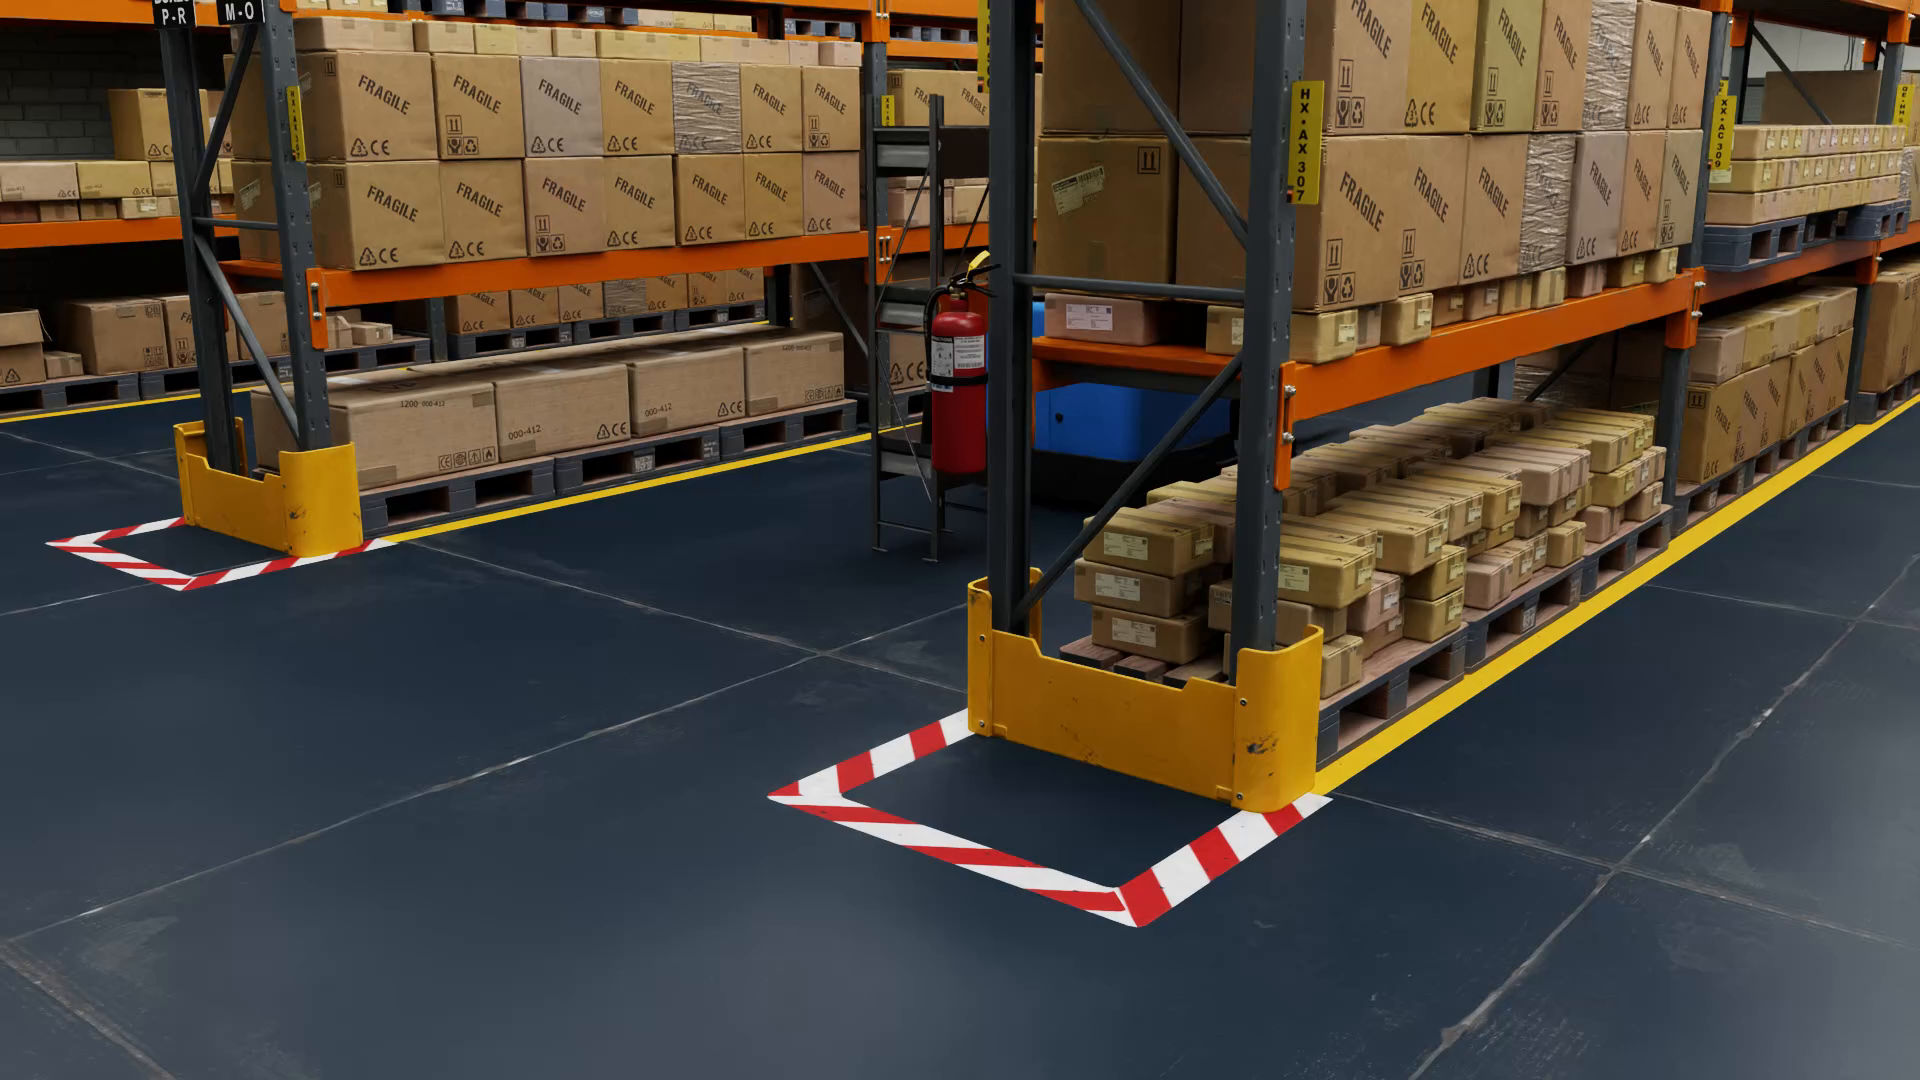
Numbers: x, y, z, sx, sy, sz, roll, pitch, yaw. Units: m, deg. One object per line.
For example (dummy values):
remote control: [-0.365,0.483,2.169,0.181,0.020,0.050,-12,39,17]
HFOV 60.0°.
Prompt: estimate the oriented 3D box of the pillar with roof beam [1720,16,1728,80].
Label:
pillar with roof beam: [23.858,-13.316,42.263,9.100,9.000,0.400,11,18,38]

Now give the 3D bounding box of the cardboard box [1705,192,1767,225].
cardboard box: [3.633,-1.597,7.973,0.380,0.149,0.250,10,17,35]

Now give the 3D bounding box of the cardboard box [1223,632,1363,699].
cardboard box: [1.092,0.383,5.461,0.380,0.149,0.250,12,18,39]

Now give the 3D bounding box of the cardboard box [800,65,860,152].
cardboard box: [-0.967,-2.657,10.257,0.500,0.500,0.500,11,18,37]

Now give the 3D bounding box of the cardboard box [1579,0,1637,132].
cardboard box: [2.290,-1.860,6.516,0.500,0.500,0.500,12,18,39]

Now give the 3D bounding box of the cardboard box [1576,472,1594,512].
cardboard box: [2.528,-0.227,7.255,0.380,0.149,0.250,11,18,38]

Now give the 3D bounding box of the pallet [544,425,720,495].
pallet: [-2.191,-0.538,9.811,1.003,0.211,1.213,11,18,38]

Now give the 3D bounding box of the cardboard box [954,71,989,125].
cardboard box: [-0.087,-2.932,11.338,0.500,0.500,0.500,11,18,37]

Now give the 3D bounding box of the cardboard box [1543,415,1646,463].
cardboard box: [2.877,-0.457,7.560,0.380,0.149,0.250,12,18,38]

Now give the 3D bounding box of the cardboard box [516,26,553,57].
cardboard box: [-2.324,-2.569,8.591,0.380,0.149,0.250,11,18,38]

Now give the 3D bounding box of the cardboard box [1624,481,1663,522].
cardboard box: [3.047,-0.205,7.774,0.380,0.149,0.250,12,18,38]

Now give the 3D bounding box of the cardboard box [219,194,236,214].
cardboard box: [-5.618,-2.565,12.637,0.380,0.149,0.250,12,18,38]

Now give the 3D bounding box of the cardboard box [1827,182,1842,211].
cardboard box: [4.611,-1.895,9.149,0.380,0.149,0.250,10,17,35]

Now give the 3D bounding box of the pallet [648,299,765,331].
pallet: [-2.733,-2.302,16.756,1.003,0.211,1.213,11,18,38]

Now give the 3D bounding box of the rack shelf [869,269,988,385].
rack shelf: [-0.104,-0.973,7.743,0.431,0.518,0.480,11,18,38]

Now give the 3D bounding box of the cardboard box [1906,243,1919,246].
cardboard box: [8.506,-2.326,14.650,0.875,0.875,0.875,12,18,38]

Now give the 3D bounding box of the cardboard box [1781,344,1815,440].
cardboard box: [4.683,-0.900,9.796,0.500,0.500,0.500,10,18,35]

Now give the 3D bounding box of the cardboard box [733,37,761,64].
cardboard box: [-1.391,-2.865,9.759,0.380,0.149,0.250,11,18,37]

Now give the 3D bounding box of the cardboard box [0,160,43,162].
cardboard box: [-6.855,-2.558,11.800,0.500,0.250,0.500,11,18,38]

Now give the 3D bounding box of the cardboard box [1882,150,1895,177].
cardboard box: [5.419,-2.286,10.083,0.380,0.149,0.250,12,19,40]

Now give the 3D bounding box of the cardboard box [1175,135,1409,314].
cardboard box: [1.011,-0.981,5.083,0.500,0.500,0.500,12,19,40]

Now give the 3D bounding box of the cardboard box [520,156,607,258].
cardboard box: [-2.245,-1.783,8.847,0.500,0.500,0.500,11,18,37]

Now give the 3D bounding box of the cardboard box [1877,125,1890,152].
cardboard box: [5.266,-2.384,9.865,0.380,0.149,0.250,12,19,39]

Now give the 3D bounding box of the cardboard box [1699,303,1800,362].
cardboard box: [4.355,-1.166,9.322,0.500,0.250,0.500,12,19,40]

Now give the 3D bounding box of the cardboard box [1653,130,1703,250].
cardboard box: [2.944,-1.567,7.392,0.500,0.500,0.500,11,18,38]

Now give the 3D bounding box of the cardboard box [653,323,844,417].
cardboard box: [-1.364,-1.115,10.772,0.875,0.438,0.875,11,18,37]

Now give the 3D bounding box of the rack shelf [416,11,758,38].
rack shelf: [-3.492,-4.513,15.164,1.077,0.370,4.000,11,18,38]

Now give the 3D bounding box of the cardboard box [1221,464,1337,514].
cardboard box: [1.254,-0.204,6.562,0.380,0.149,0.250,12,19,40]

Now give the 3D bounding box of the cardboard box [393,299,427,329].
cardboard box: [-4.670,-2.157,14.744,0.500,0.500,0.500,11,18,37]

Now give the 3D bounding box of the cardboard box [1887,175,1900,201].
cardboard box: [5.590,-2.193,10.320,0.380,0.149,0.250,12,18,38]

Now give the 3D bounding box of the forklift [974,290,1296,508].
forklift: [1.341,-1.883,9.581,1.130,2.935,3.031,10,17,34]

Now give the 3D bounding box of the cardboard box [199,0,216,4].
cardboard box: [-5.579,-4.004,12.208,0.380,0.149,0.250,11,18,38]

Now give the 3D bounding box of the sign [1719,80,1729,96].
sign: [5.108,-2.923,11.186,0.100,0.325,0.005,11,18,38]

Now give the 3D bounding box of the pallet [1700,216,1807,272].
pallet: [3.622,-1.542,8.489,1.003,0.211,1.213,11,18,38]

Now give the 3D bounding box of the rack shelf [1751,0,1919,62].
rack shelf: [6.799,-3.765,12.220,1.077,0.370,4.000,11,18,38]

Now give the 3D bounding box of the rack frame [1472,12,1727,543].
rack frame: [3.028,-1.511,7.977,1.000,3.000,0.127,11,18,38]

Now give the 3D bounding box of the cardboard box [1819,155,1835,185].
cardboard box: [4.454,-1.993,8.929,0.380,0.149,0.250,11,18,37]

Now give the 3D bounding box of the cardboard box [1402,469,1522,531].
cardboard box: [1.919,-0.158,6.380,0.380,0.149,0.250,12,18,38]

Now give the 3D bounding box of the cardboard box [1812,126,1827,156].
cardboard box: [4.286,-2.085,8.686,0.380,0.149,0.250,11,18,37]

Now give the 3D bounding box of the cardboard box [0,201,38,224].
cardboard box: [-6.581,-2.269,11.473,0.380,0.149,0.250,11,18,37]

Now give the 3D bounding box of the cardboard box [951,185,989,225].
cardboard box: [-0.080,-2.327,11.497,0.500,0.250,0.500,11,18,36]

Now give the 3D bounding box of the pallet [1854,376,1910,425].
pallet: [6.096,-1.065,11.885,1.003,0.211,1.213,11,18,38]

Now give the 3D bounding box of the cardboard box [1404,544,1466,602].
cardboard box: [1.590,0.092,6.001,0.380,0.149,0.250,12,19,39]

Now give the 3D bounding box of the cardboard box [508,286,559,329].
cardboard box: [-3.943,-2.178,14.829,0.500,0.500,0.500,11,18,37]

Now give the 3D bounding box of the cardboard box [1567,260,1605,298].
cardboard box: [2.410,-1.088,6.822,0.380,0.149,0.250,10,18,35]

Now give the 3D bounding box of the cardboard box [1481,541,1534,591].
cardboard box: [2.054,0.084,6.636,0.380,0.149,0.250,11,18,38]

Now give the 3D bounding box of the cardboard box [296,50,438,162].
cardboard box: [-2.876,-2.072,7.954,0.500,0.500,0.500,11,18,36]

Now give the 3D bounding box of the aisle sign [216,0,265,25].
aisle sign: [-3.219,-2.693,7.350,0.394,0.787,0.004,11,18,38]

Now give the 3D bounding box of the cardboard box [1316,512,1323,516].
cardboard box: [1.264,-0.057,6.587,0.380,0.149,0.250,12,18,38]

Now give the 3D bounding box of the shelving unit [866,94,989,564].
shelving unit: [-0.104,-0.986,7.740,0.431,2.100,0.503,11,18,38]

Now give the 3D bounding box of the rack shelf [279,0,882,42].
rack shelf: [-2.143,-2.979,9.128,1.077,0.370,4.000,11,18,38]

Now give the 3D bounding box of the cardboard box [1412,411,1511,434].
cardboard box: [2.311,-0.487,7.678,0.380,0.149,0.250,11,18,37]

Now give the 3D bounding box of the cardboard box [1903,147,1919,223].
cardboard box: [6.352,-2.467,11.540,0.500,0.500,0.500,11,18,37]

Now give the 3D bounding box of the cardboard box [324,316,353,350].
cardboard box: [-5.095,-1.683,13.354,0.396,0.266,0.258,12,19,40]

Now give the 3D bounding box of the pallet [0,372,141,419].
pallet: [-6.715,-1.074,11.924,1.003,0.211,1.213,11,18,38]
